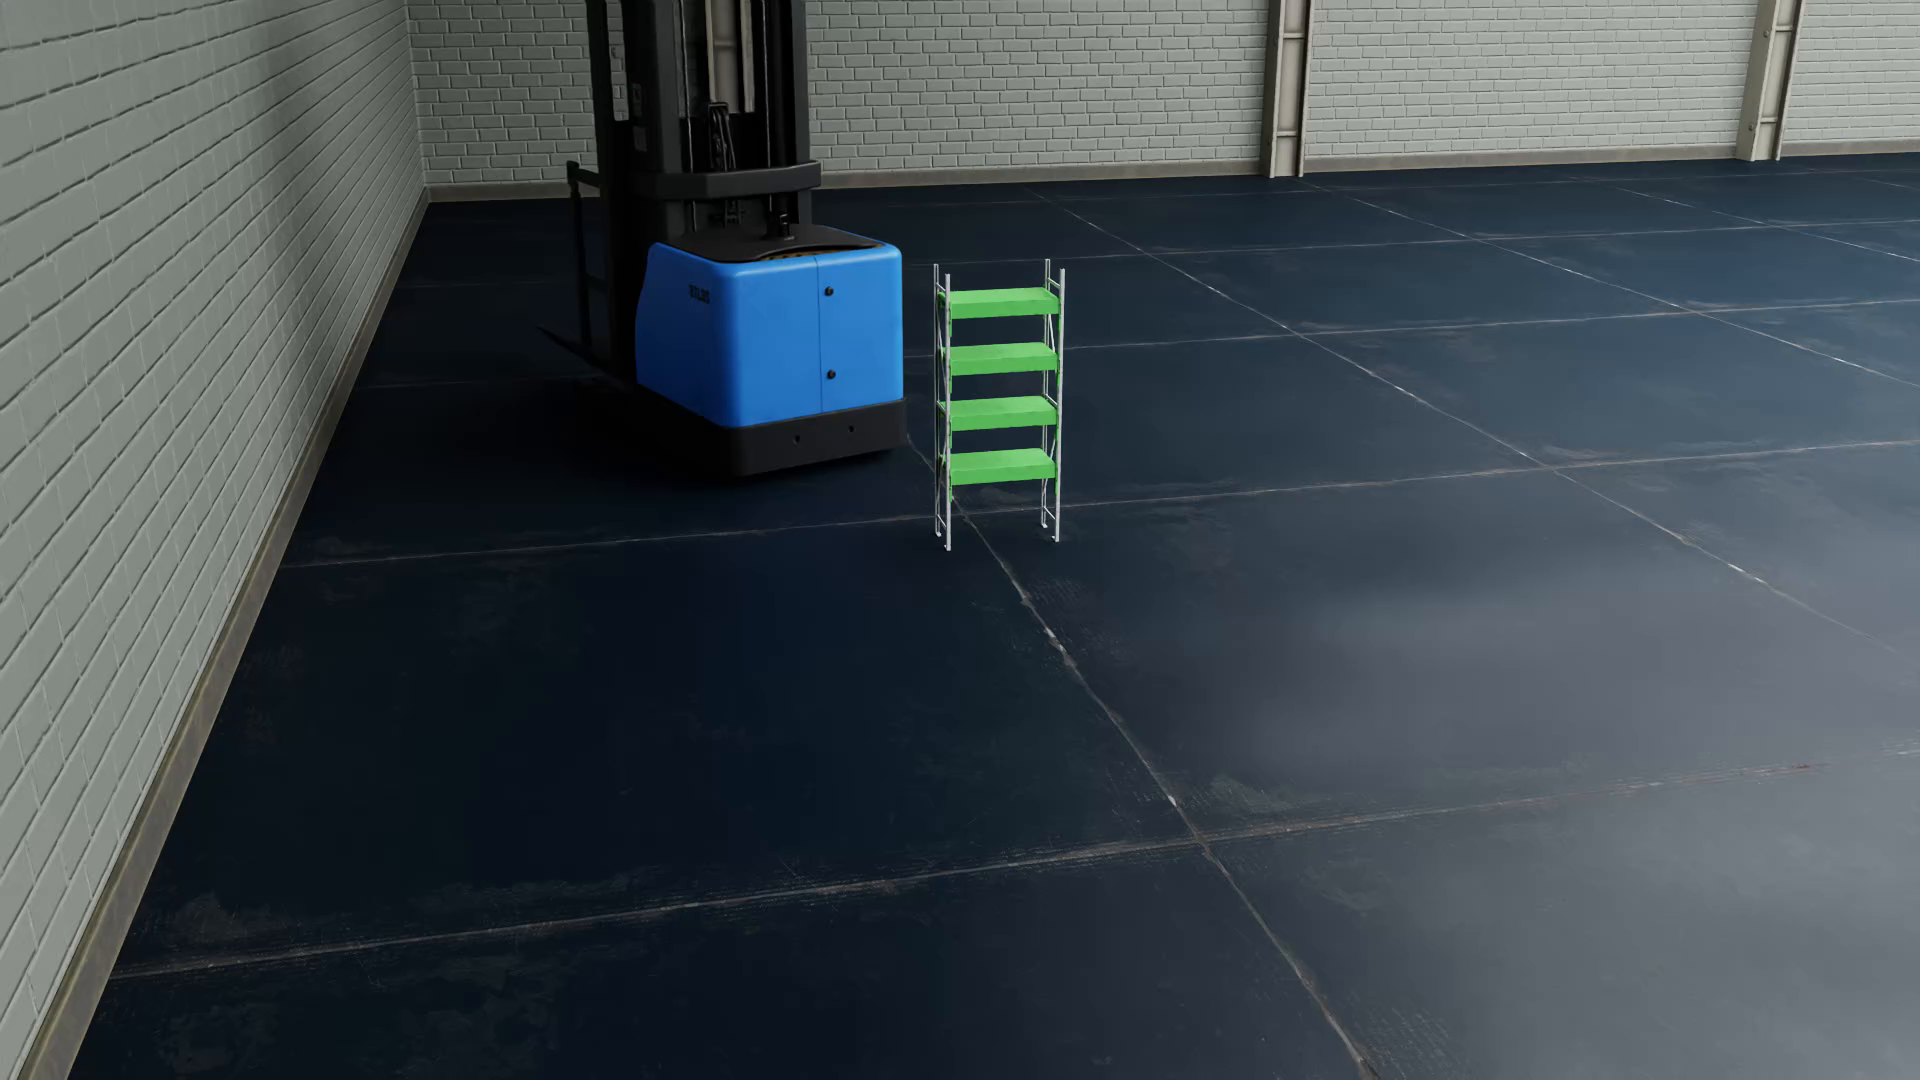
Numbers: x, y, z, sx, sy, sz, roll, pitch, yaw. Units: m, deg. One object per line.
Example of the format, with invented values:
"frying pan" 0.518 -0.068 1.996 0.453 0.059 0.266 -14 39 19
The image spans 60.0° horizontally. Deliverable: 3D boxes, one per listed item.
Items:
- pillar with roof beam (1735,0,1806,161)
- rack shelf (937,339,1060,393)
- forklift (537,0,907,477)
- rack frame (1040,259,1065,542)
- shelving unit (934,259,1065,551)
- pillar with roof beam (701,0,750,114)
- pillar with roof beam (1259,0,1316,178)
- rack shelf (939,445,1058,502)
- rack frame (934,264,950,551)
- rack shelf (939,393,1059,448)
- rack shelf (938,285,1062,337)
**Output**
"pillar with roof beam" 10.348 -7.261 14.055 0.400 9.000 9.100 -5 21 -12
"rack shelf" 0.161 -0.742 7.083 0.480 0.148 0.258 -5 21 -12
"forklift" -1.503 -2.129 8.866 1.130 2.935 3.031 -13 24 -31
"rack frame" 0.399 -0.596 7.197 0.015 1.200 0.240 -5 21 -12
"shelving unit" 0.161 -0.576 7.144 0.503 1.200 0.258 -5 21 -12
"pillar with roof beam" -1.330 -6.312 11.462 0.400 9.000 9.100 -5 21 -12
"pillar with roof beam" 4.509 -6.786 12.758 0.400 9.000 9.100 -5 21 -12
"rack shelf" 0.161 -0.291 7.249 0.480 0.148 0.258 -5 21 -12
"rack frame" -0.076 -0.557 7.091 0.015 1.200 0.240 -5 21 -12
"rack shelf" 0.161 -0.516 7.166 0.480 0.148 0.258 -5 21 -12
"rack shelf" 0.161 -0.967 7.001 0.480 0.148 0.258 -5 21 -12
